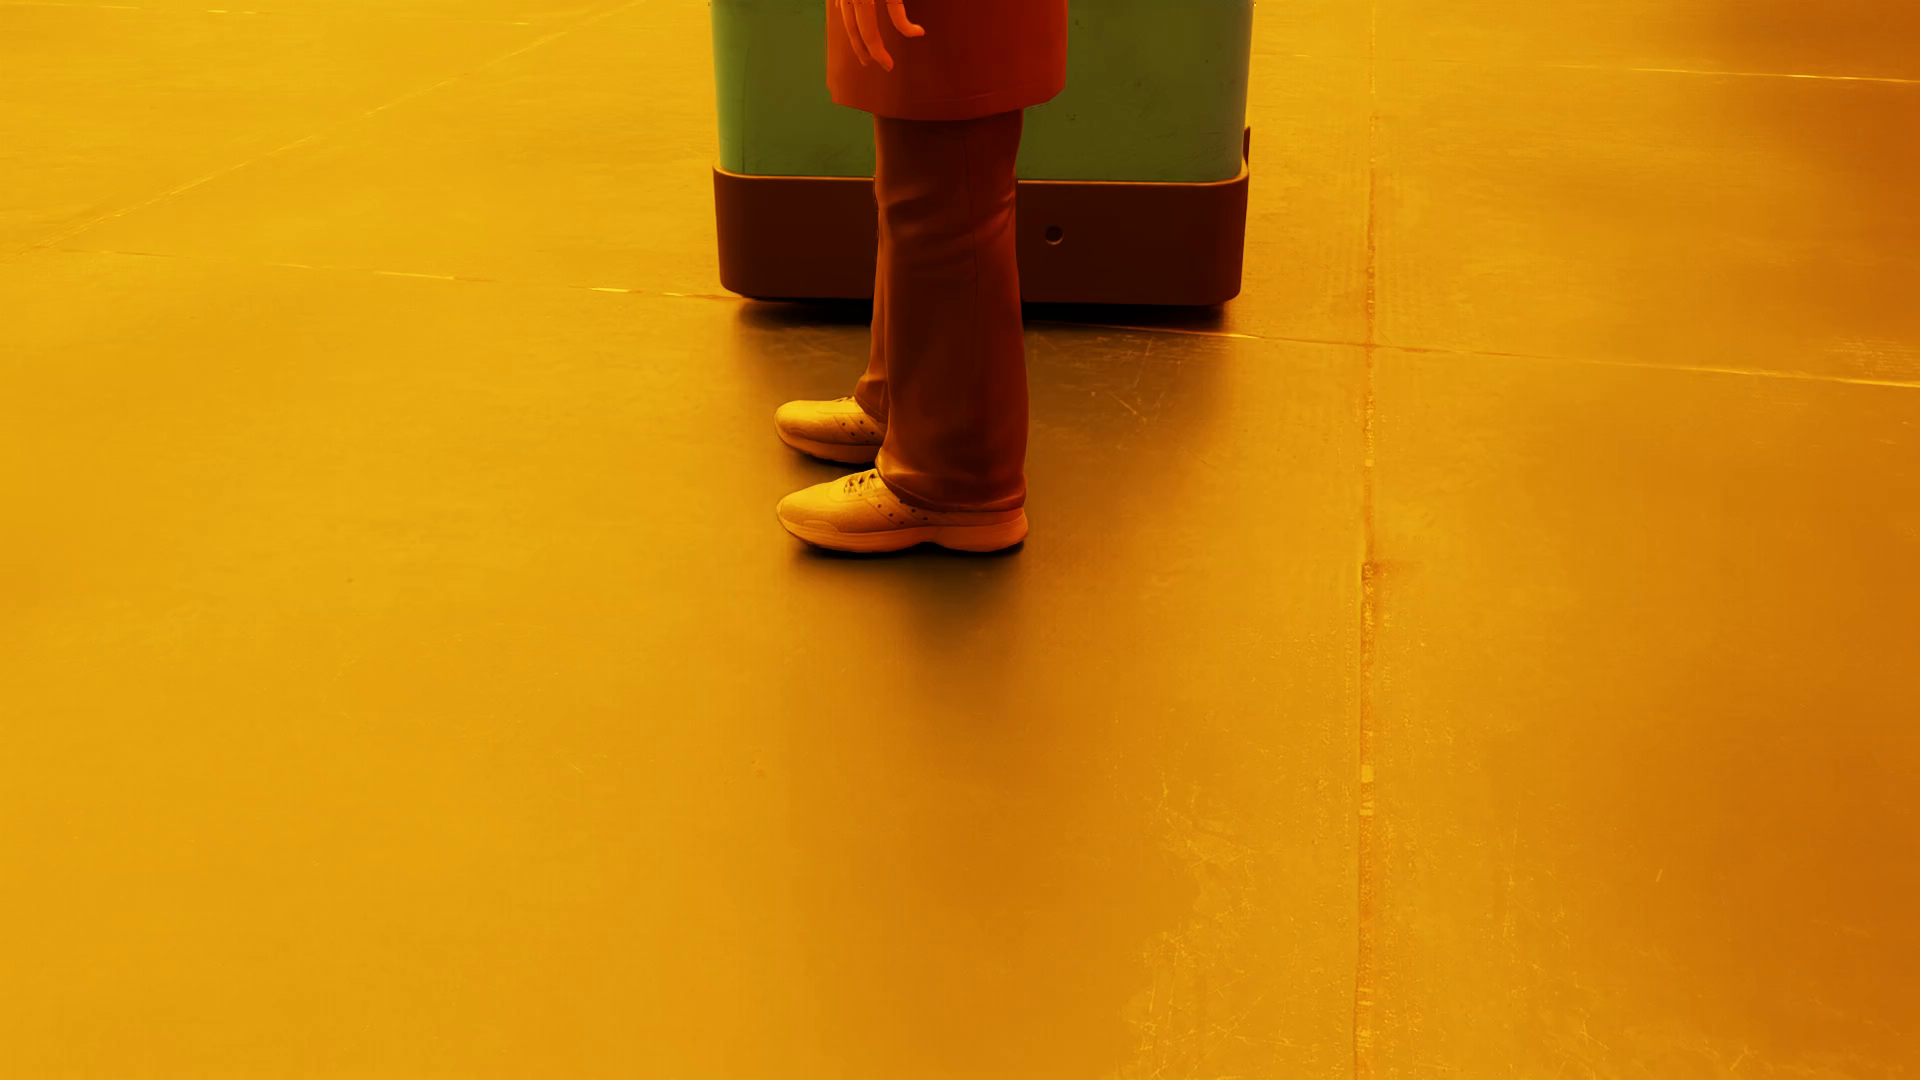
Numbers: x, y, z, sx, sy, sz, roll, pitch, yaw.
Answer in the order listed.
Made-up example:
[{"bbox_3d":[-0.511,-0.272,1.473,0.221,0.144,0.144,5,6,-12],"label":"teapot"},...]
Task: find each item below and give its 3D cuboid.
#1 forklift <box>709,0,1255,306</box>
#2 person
[{"bbox_3d":[0.126,-2.394,3.990,1.130,2.935,3.031,2,27,3],"label":"forklift"},{"bbox_3d":[-0.089,-0.811,2.118,0.579,1.778,0.696,6,27,11],"label":"person"}]
